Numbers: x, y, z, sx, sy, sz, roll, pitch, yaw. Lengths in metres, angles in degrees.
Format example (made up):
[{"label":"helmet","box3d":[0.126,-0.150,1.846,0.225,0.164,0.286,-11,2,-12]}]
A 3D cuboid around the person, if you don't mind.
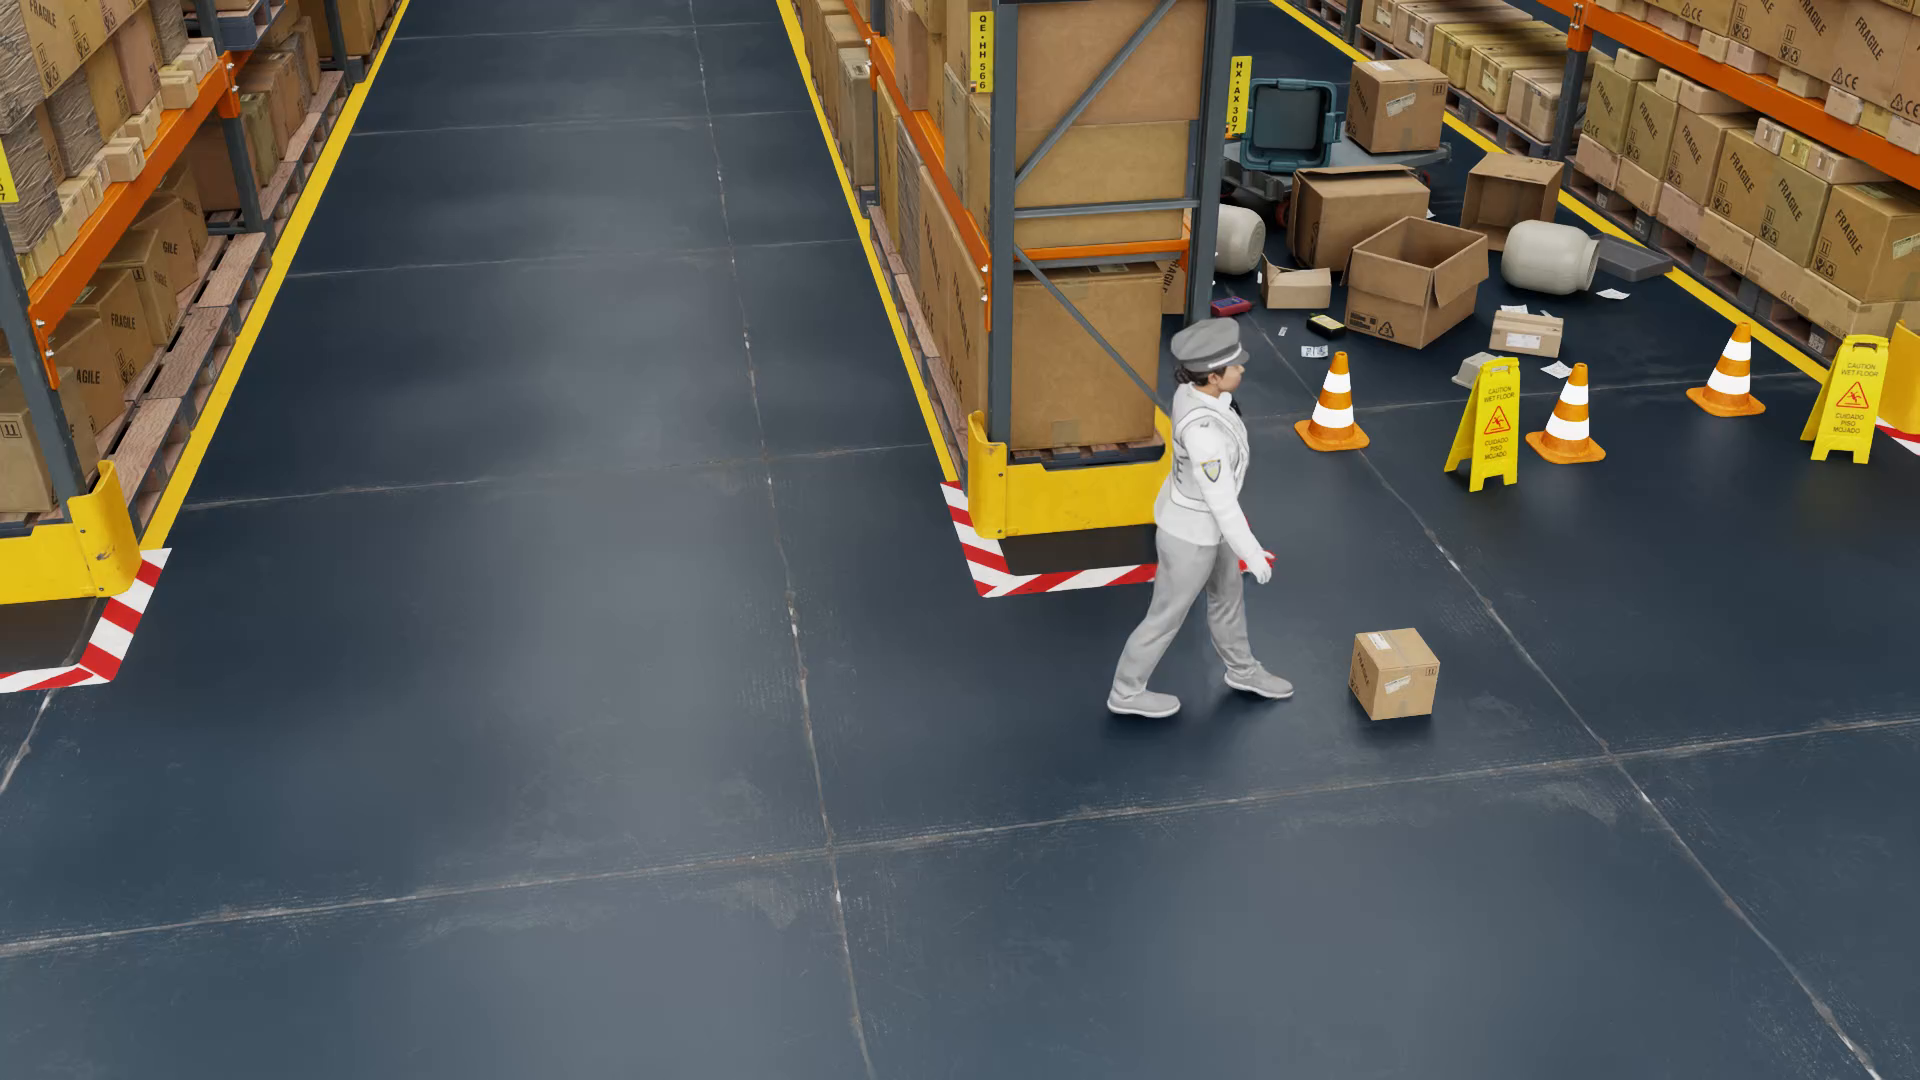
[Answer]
[{"label":"person","box3d":[0.958,-0.037,6.181,0.744,1.685,0.525,3,31,5]}]
